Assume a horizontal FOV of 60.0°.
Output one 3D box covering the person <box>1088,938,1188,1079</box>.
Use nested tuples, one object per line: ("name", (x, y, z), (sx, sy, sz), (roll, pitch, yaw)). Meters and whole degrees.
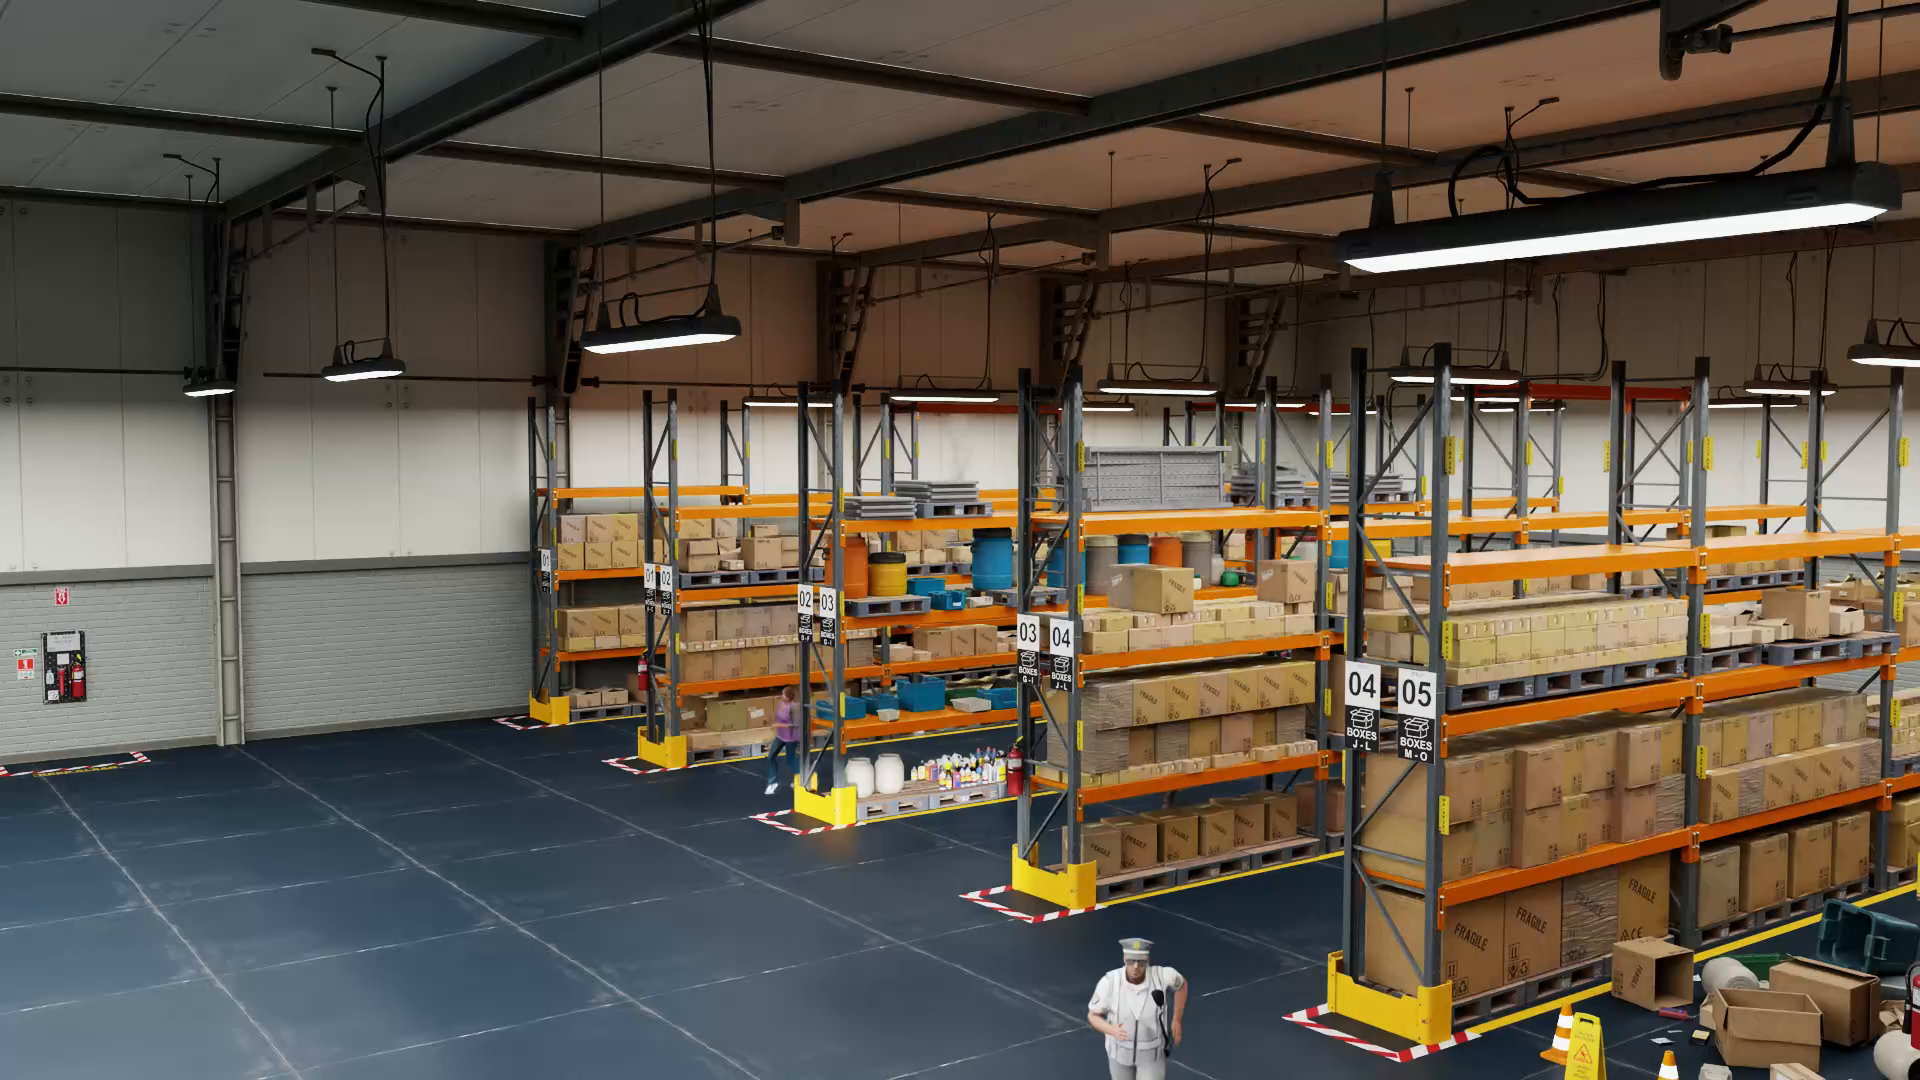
("person", (1.245, 3.627, 11.652), (0.677, 1.834, 0.952), (1, 3, 10))

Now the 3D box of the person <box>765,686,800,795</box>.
("person", (-2.502, 2.947, 24.444), (0.530, 1.627, 0.711), (3, 4, 41))

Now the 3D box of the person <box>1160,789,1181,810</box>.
("person", (3.029, 2.966, 23.433), (0.588, 1.662, 0.900), (2, 4, 35))
